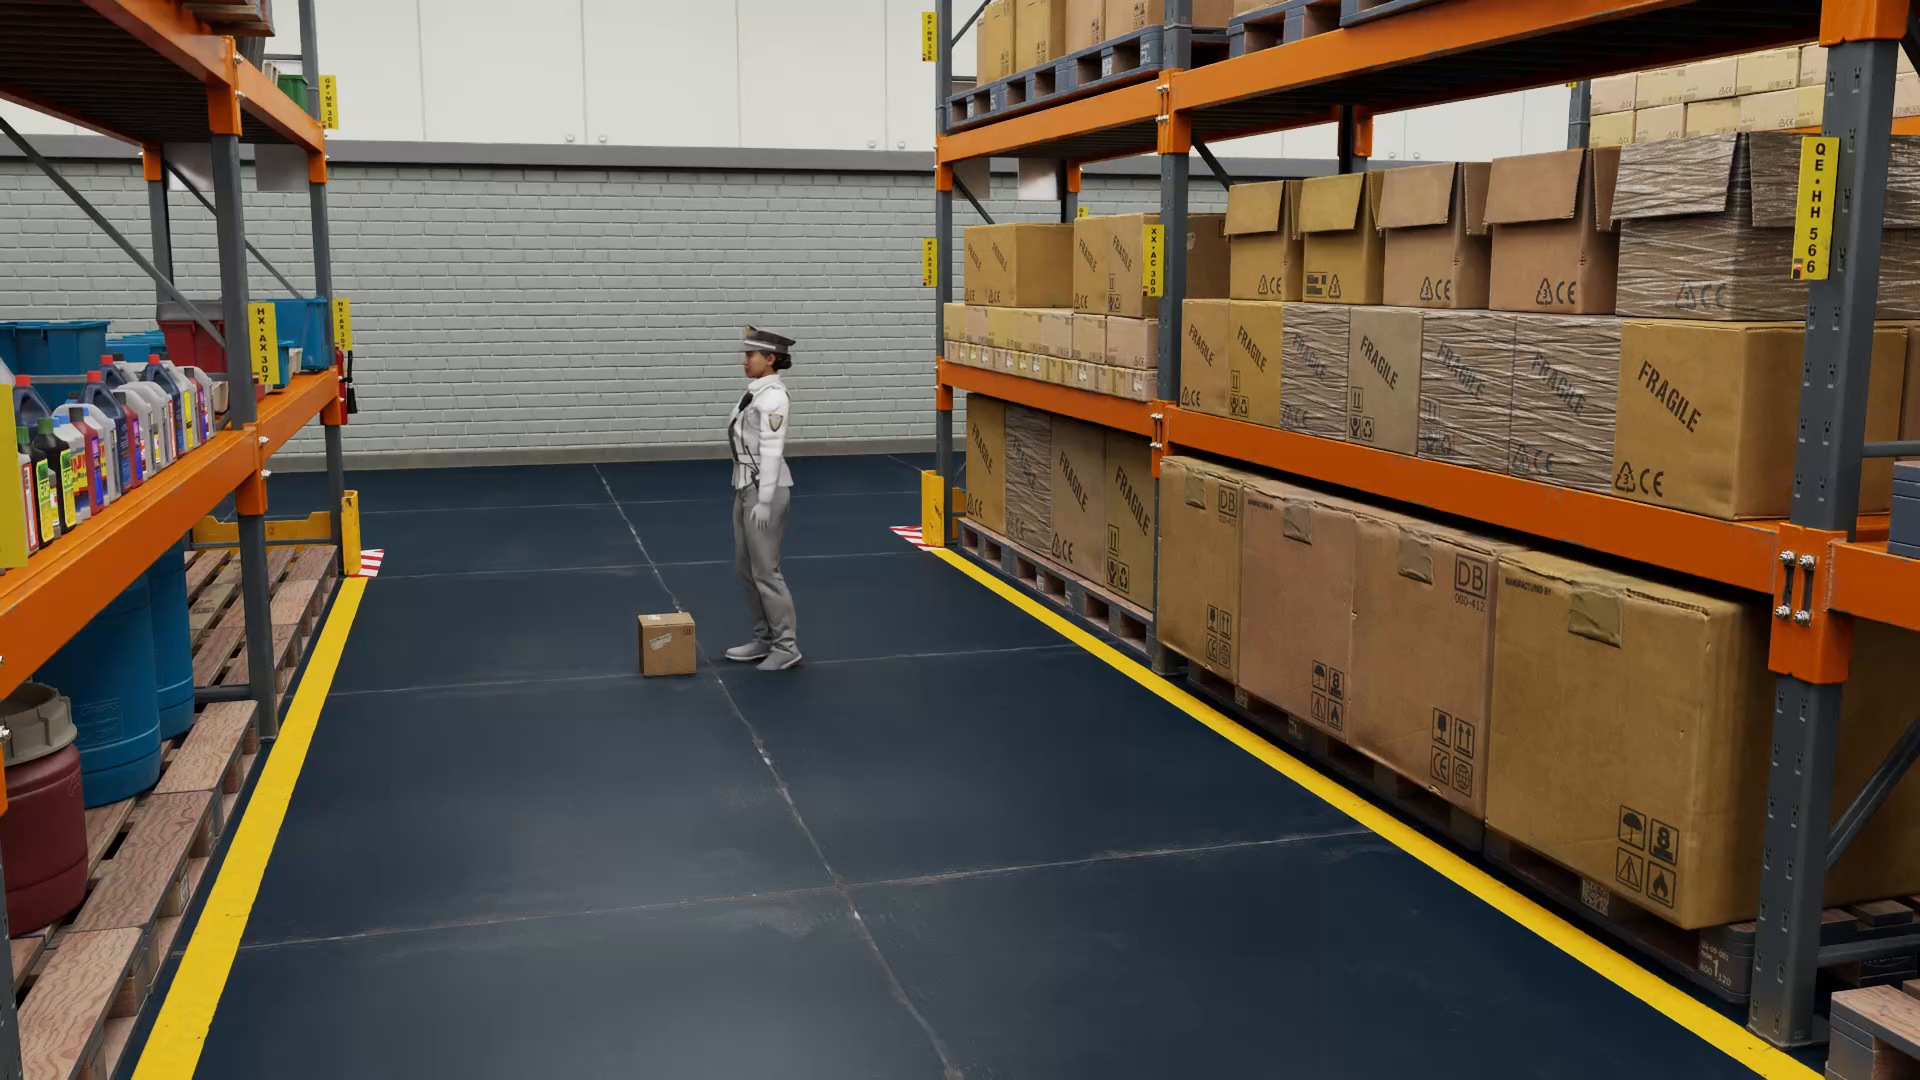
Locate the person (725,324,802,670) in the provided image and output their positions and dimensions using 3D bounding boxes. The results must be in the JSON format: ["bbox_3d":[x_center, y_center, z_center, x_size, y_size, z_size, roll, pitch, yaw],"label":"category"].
[{"bbox_3d":[-0.972,-0.188,8.130,0.361,1.728,0.470,-2,10,-15],"label":"person"}]
